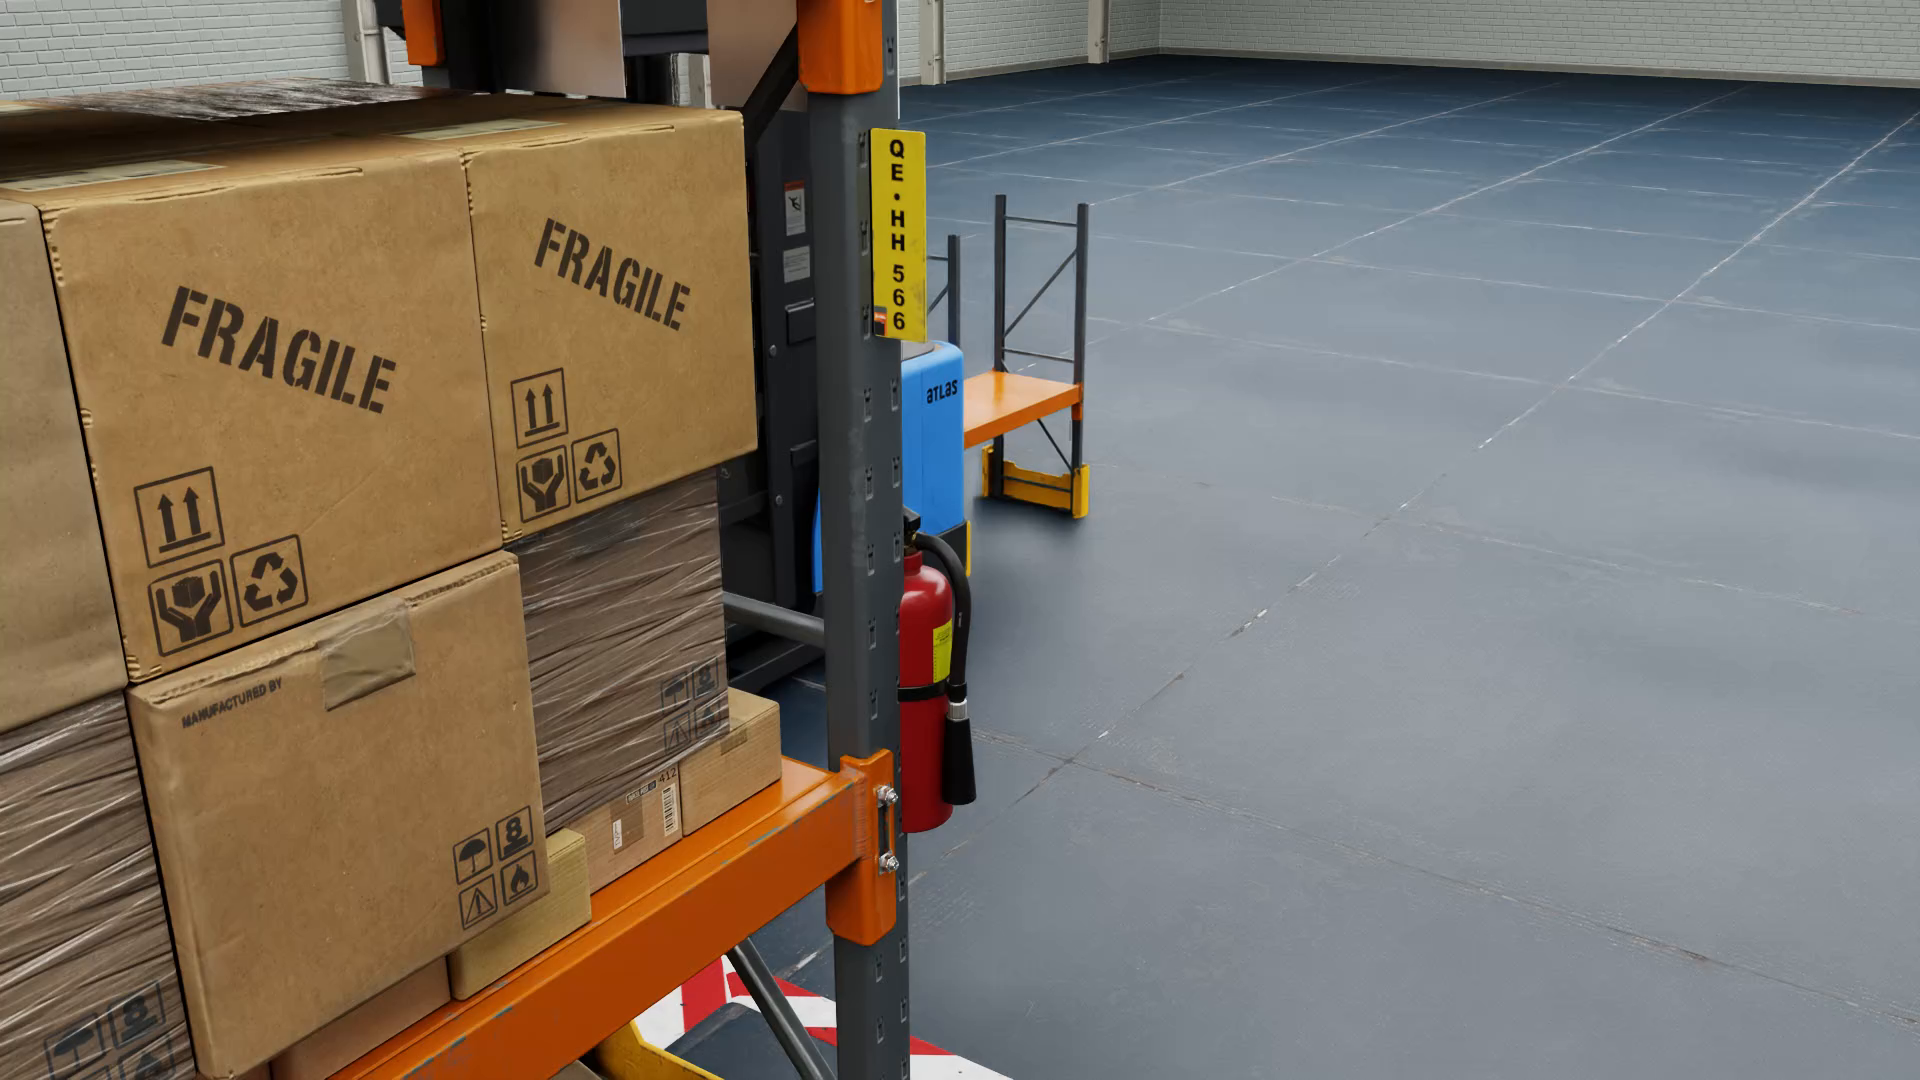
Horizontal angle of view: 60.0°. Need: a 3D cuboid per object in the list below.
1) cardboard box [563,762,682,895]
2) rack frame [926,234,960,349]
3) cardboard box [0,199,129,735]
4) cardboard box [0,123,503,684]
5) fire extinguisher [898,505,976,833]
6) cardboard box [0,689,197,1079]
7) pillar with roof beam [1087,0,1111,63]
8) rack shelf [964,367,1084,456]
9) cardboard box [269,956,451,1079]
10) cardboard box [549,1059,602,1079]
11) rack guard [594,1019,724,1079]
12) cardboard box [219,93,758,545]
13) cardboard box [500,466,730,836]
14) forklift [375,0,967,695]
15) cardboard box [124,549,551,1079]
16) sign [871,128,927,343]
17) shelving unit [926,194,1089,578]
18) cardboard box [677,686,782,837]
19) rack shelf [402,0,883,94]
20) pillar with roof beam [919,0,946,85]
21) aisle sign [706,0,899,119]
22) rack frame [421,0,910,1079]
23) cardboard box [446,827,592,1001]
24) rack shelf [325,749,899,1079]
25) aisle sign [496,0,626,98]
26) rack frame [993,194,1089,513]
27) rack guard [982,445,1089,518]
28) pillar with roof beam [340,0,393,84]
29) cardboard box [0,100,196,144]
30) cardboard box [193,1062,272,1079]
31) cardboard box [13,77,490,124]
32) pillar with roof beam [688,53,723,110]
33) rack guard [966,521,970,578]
[{"bbox_3d":[-0.673,0.416,2.679,0.380,0.149,0.250,13,24,32],"label":"cardboard box"},{"bbox_3d":[-0.210,-0.595,7.212,0.500,1.500,0.032,14,24,33],"label":"rack frame"},{"bbox_3d":[-1.207,-0.057,1.582,0.500,0.500,0.500,13,24,32],"label":"cardboard box"},{"bbox_3d":[-0.924,-0.200,1.969,0.500,0.500,0.500,13,24,32],"label":"cardboard box"},{"bbox_3d":[-0.097,0.198,3.018,0.296,0.674,0.183,13,24,32],"label":"fire extinguisher"},{"bbox_3d":[-1.373,0.372,1.862,0.875,0.500,0.500,13,24,32],"label":"cardboard box"},{"bbox_3d":[6.442,-13.353,30.893,9.100,9.000,0.400,13,24,32],"label":"pillar with roof beam"},{"bbox_3d":[0.084,-0.570,7.663,0.538,0.185,1.000,14,24,33],"label":"rack shelf"},{"bbox_3d":[-0.924,0.566,2.272,0.380,0.149,0.250,13,24,32],"label":"cardboard box"},{"bbox_3d":[-0.908,1.256,3.044,0.500,0.500,0.500,19,28,42],"label":"cardboard box"},{"bbox_3d":[-0.585,1.299,3.534,1.175,0.500,0.348,13,24,32],"label":"rack guard"},{"bbox_3d":[-0.647,-0.345,2.360,0.500,0.500,0.500,13,24,32],"label":"cardboard box"},{"bbox_3d":[-0.875,0.070,2.678,0.875,0.500,0.500,13,24,32],"label":"cardboard box"},{"bbox_3d":[-1.229,-0.854,5.848,1.130,2.935,3.031,14,24,33],"label":"forklift"},{"bbox_3d":[-1.056,0.237,2.227,0.875,0.500,0.500,13,24,32],"label":"cardboard box"},{"bbox_3d":[-0.095,-0.473,2.595,0.100,0.325,0.005,13,24,32],"label":"sign"},{"bbox_3d":[0.079,-0.736,7.593,0.587,1.500,1.083,14,24,33],"label":"shelving unit"},{"bbox_3d":[-0.532,0.344,2.873,0.380,0.149,0.250,13,24,32],"label":"cardboard box"},{"bbox_3d":[-1.667,-0.391,1.212,1.077,0.370,4.000,13,24,32],"label":"rack shelf"},{"bbox_3d":[3.069,-11.631,26.239,9.100,9.000,0.400,13,24,32],"label":"pillar with roof beam"},{"bbox_3d":[-0.260,-1.074,2.598,0.394,0.787,0.004,13,24,32],"label":"aisle sign"},{"bbox_3d":[-0.545,0.104,3.161,0.949,2.616,0.053,13,24,32],"label":"rack frame"},{"bbox_3d":[-0.771,0.498,2.458,0.380,0.149,0.250,13,24,32],"label":"cardboard box"},{"bbox_3d":[-1.667,1.016,1.732,1.077,0.370,4.000,13,24,32],"label":"rack shelf"},{"bbox_3d":[-0.756,-1.191,2.914,0.394,0.787,0.004,13,24,32],"label":"aisle sign"},{"bbox_3d":[0.379,-0.883,7.989,0.500,1.500,0.032,14,24,33],"label":"rack frame"},{"bbox_3d":[0.367,-0.291,8.191,0.587,0.250,0.087,14,24,33],"label":"rack guard"},{"bbox_3d":[-3.677,-8.188,16.931,9.100,9.000,0.400,13,24,32],"label":"pillar with roof beam"},{"bbox_3d":[-1.364,-0.304,2.249,0.500,0.500,0.500,13,24,32],"label":"cardboard box"},{"bbox_3d":[-1.099,0.630,2.100,0.380,0.149,0.250,13,24,32],"label":"cardboard box"},{"bbox_3d":[-1.077,-0.446,2.634,0.500,0.500,0.500,13,24,32],"label":"cardboard box"},{"bbox_3d":[-0.304,-9.910,21.585,9.100,9.000,0.400,13,24,32],"label":"pillar with roof beam"},{"bbox_3d":[-0.210,-0.009,7.429,0.587,0.250,0.087,14,24,33],"label":"rack guard"}]
